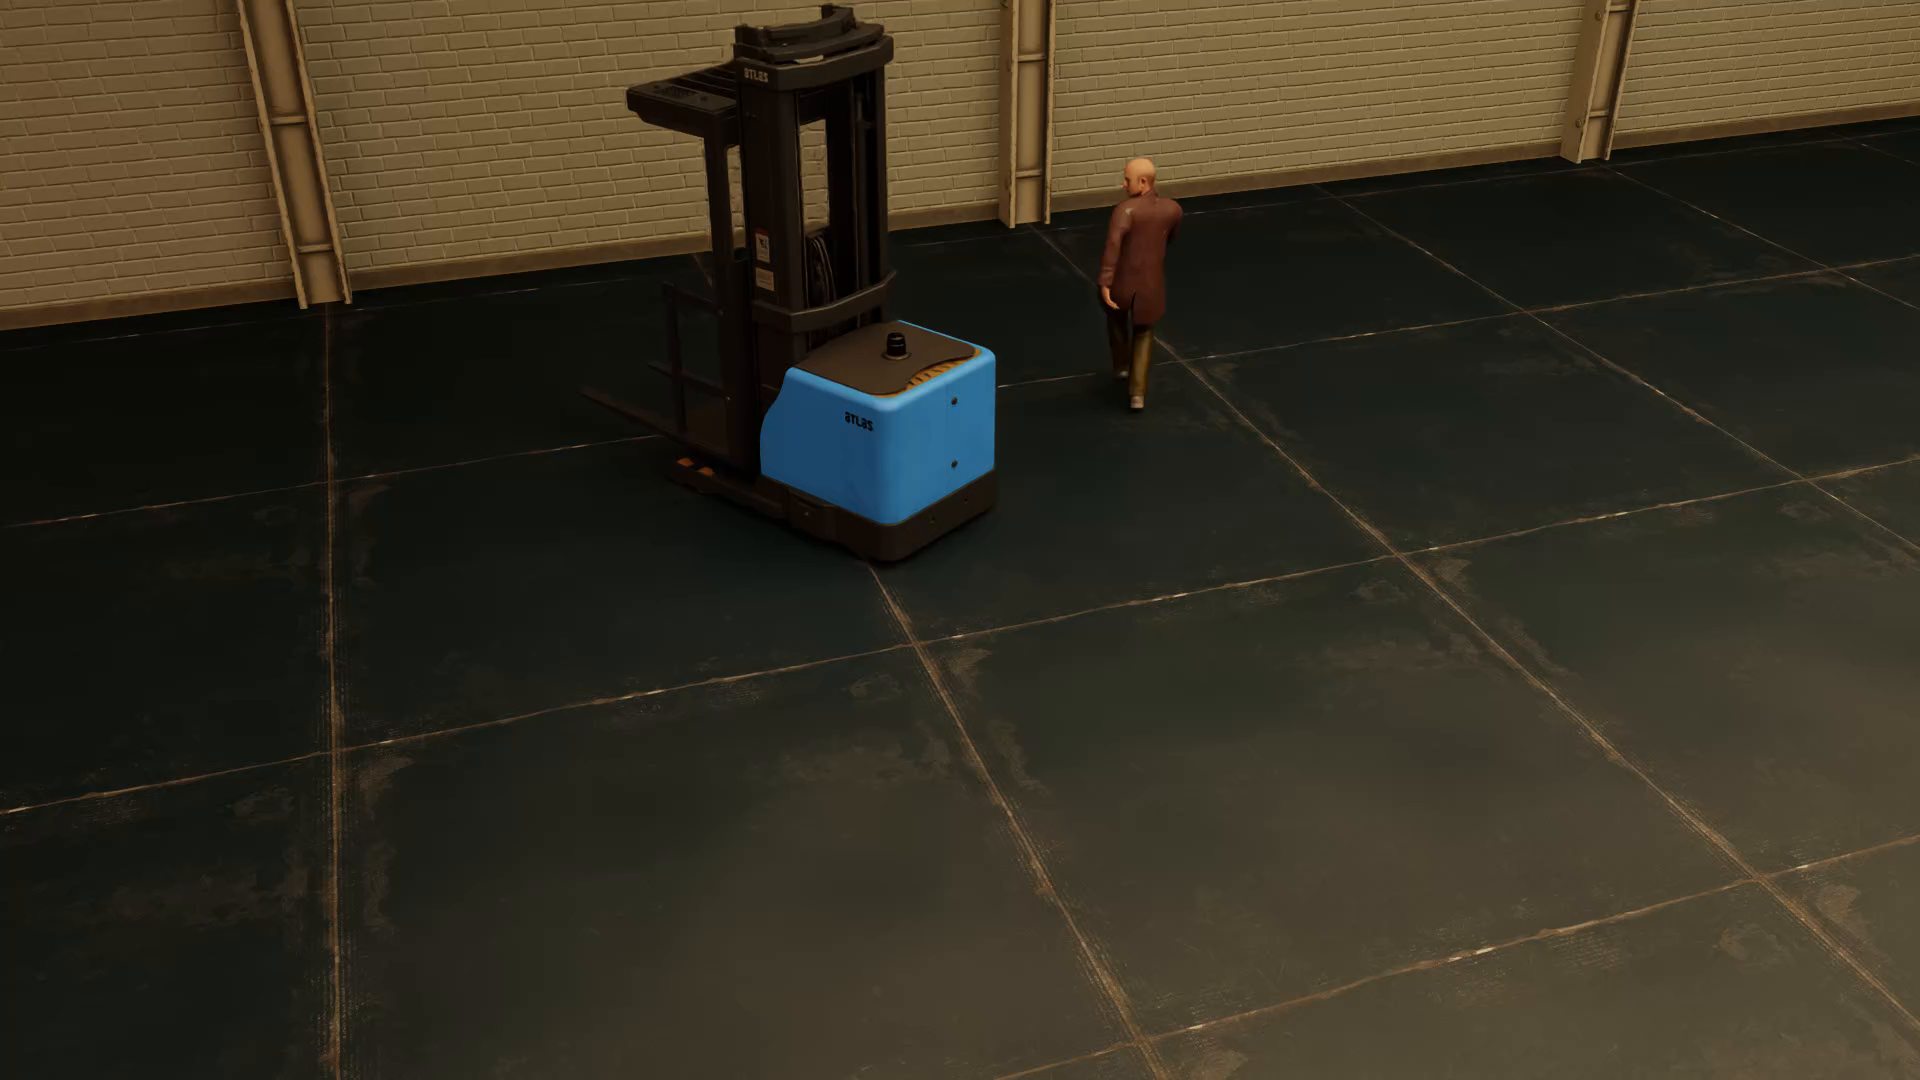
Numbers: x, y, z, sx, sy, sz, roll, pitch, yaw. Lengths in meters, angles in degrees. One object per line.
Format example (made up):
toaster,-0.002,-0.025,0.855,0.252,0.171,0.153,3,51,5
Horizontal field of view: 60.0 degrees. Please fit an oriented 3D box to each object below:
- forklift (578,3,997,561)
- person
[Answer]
forklift,-1.231,-1.744,10.118,3.031,2.935,1.130,22,37,34
person,1.194,-1.765,11.437,0.628,1.761,0.964,-1,30,-2
